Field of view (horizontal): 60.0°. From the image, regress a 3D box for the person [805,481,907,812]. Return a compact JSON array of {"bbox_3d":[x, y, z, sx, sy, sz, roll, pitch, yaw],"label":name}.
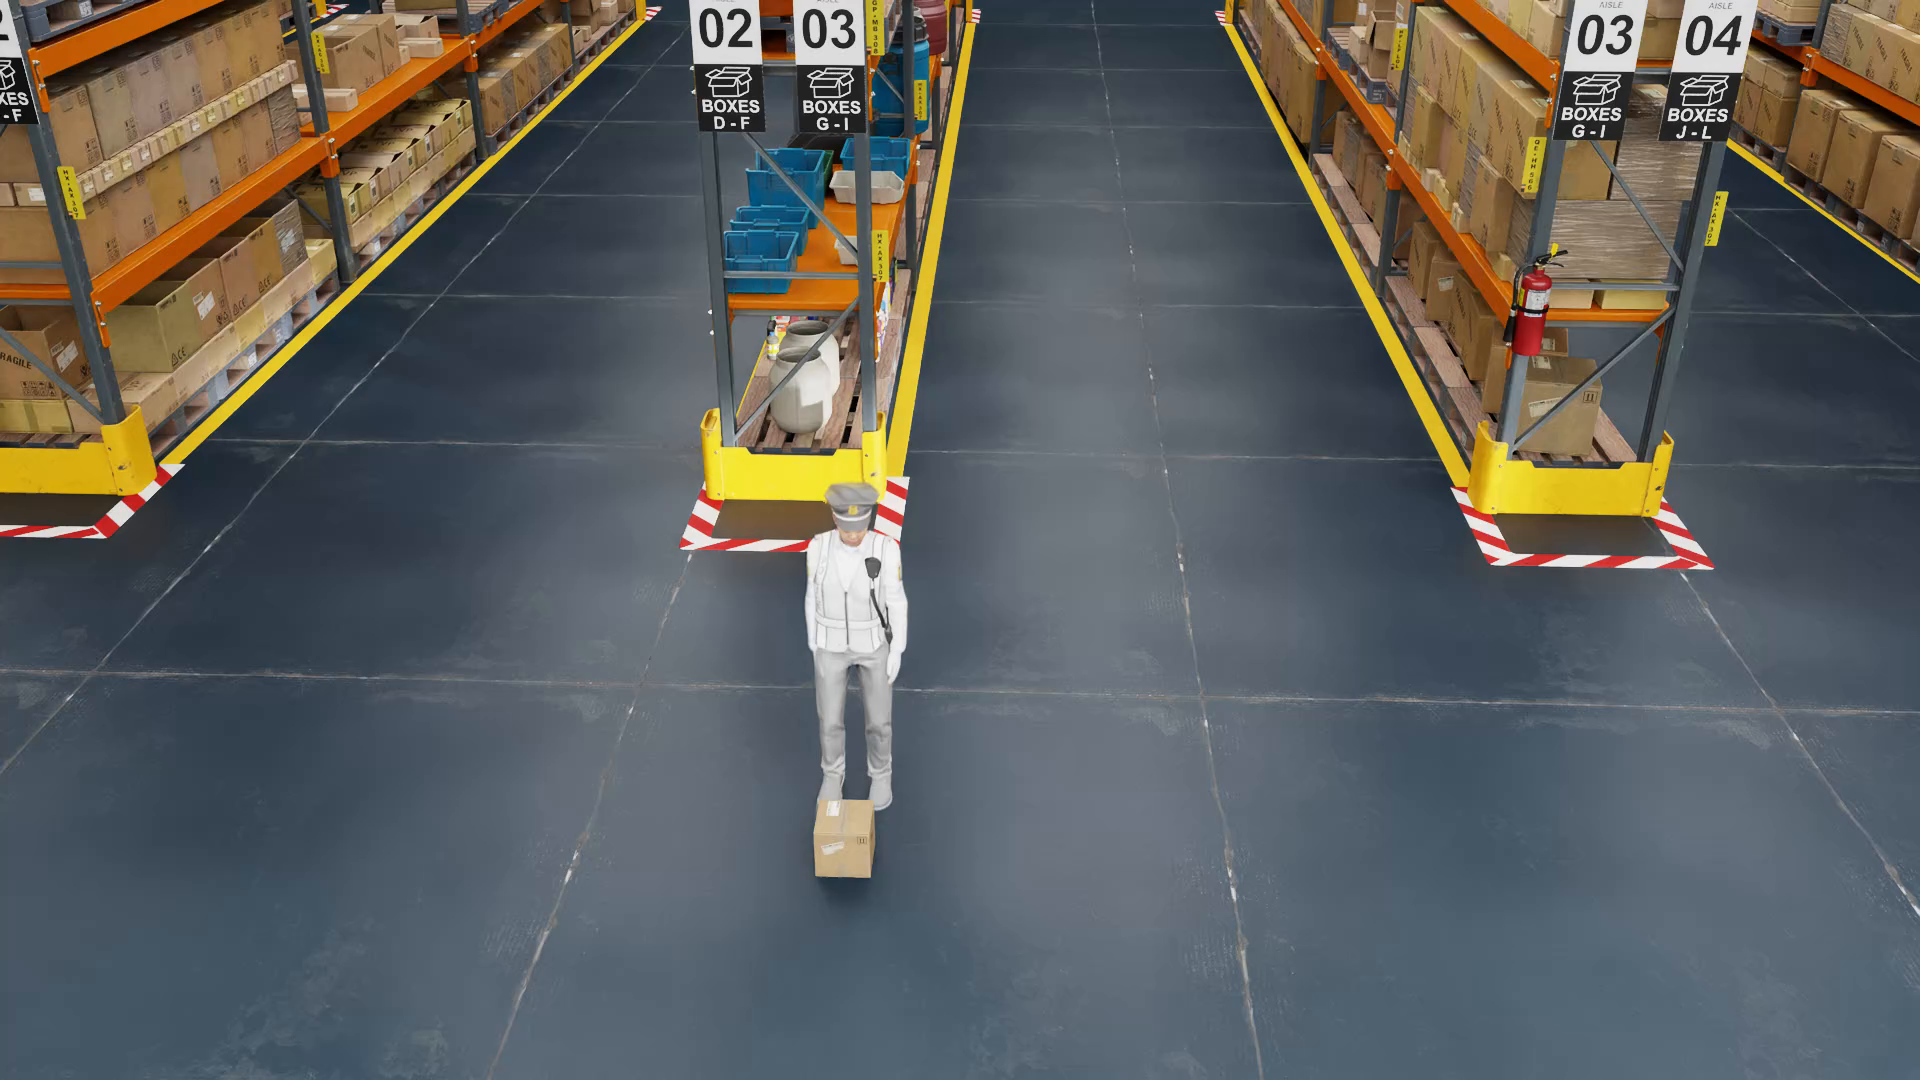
[{"bbox_3d":[-0.477,0.505,7.688,0.471,1.665,0.327,1,28,3],"label":"person"}]
